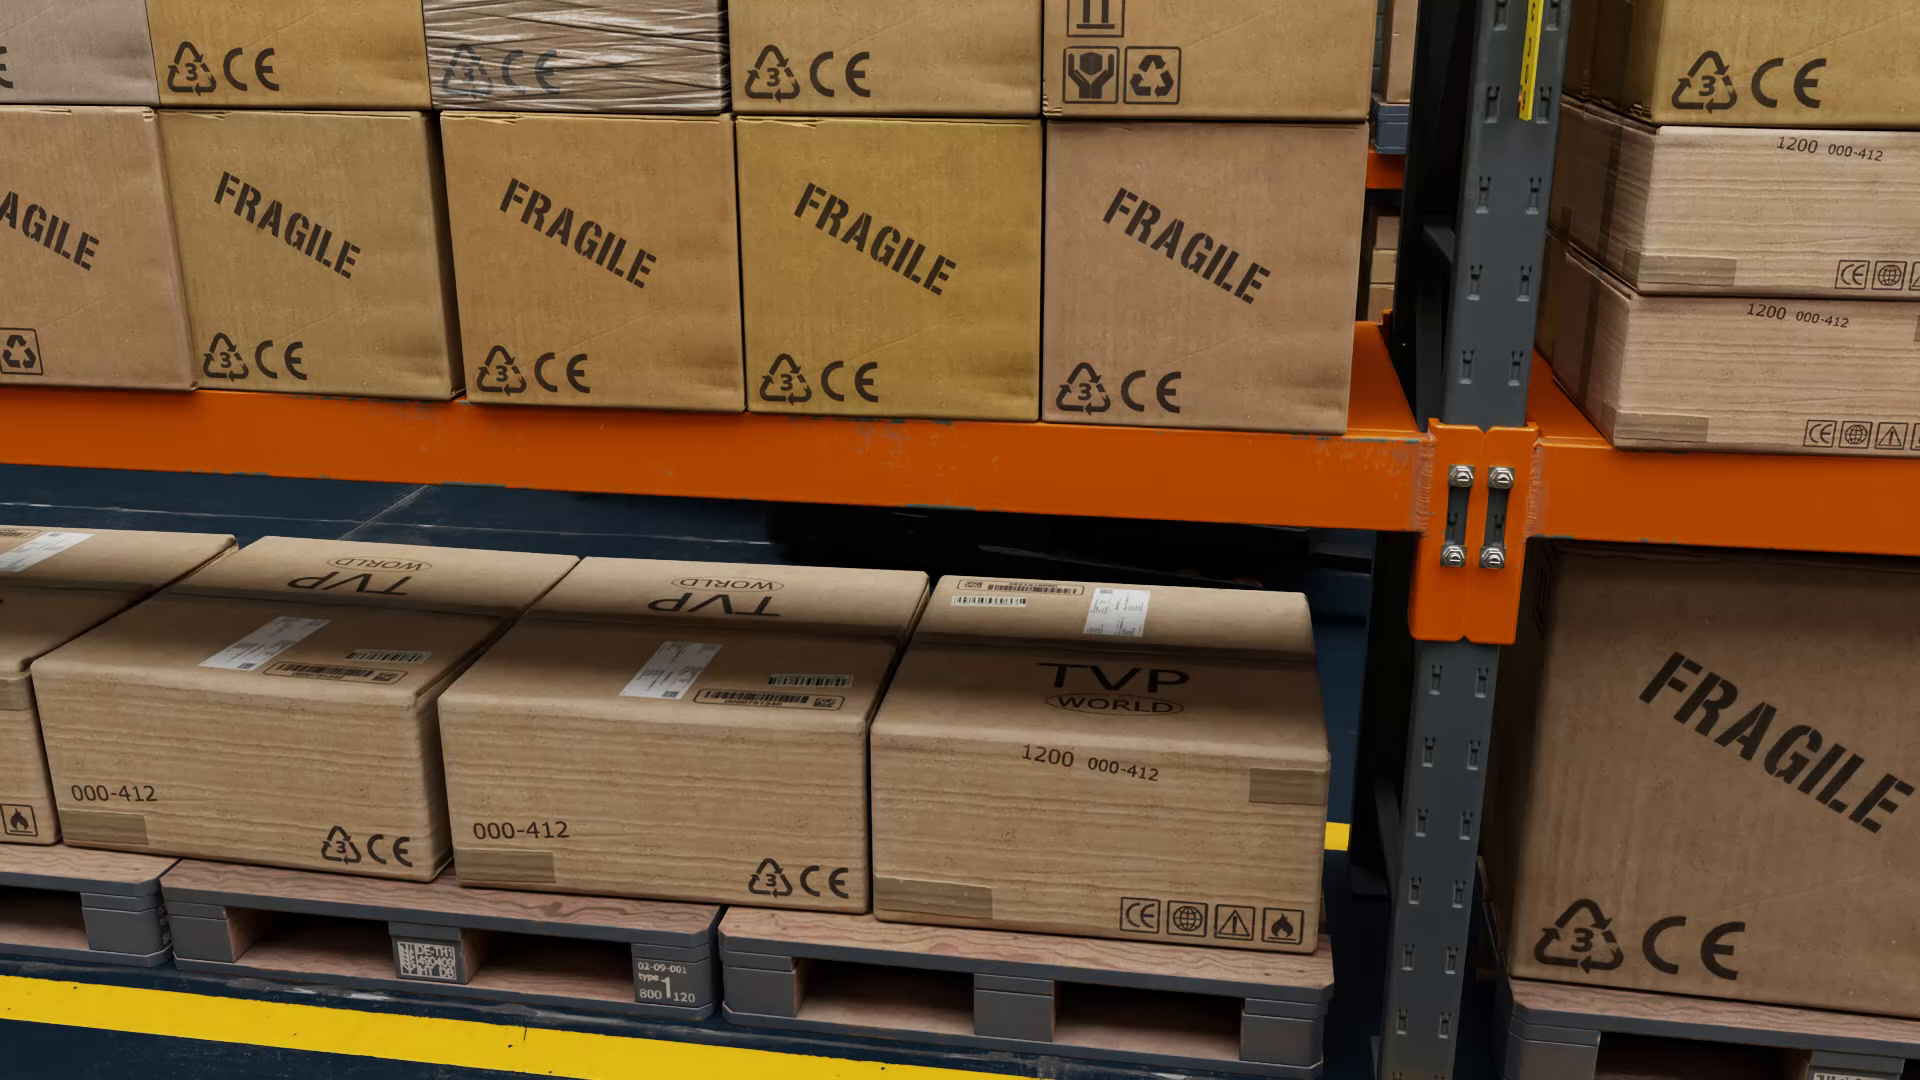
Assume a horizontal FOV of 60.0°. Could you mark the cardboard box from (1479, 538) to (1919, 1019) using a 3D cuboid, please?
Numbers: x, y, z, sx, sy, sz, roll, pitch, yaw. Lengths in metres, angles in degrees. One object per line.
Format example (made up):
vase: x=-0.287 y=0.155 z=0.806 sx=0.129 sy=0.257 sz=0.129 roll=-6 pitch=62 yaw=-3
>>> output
cardboard box: x=1.548 y=0.309 z=3.339 sx=0.875 sy=0.875 sz=0.875 roll=4 pitch=19 yaw=10

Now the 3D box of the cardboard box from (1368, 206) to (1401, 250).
cardboard box: x=2.029 y=-1.441 z=7.668 sx=0.250 sy=0.149 sz=0.380 roll=3 pitch=19 yaw=8

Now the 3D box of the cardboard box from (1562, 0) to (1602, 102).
cardboard box: x=1.404 y=-1.083 z=3.080 sx=0.500 sy=0.500 sz=0.500 roll=4 pitch=19 yaw=10

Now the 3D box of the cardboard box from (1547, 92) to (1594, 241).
cardboard box: x=1.397 y=-0.725 z=3.193 sx=0.500 sy=0.250 sz=0.500 roll=3 pitch=19 yaw=9

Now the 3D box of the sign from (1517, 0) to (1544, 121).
sign: x=0.837 y=-0.780 z=2.417 sx=0.005 sy=0.325 sz=0.100 roll=3 pitch=19 yaw=9

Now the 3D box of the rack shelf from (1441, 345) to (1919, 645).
rack shelf: x=2.898 y=-0.064 z=2.900 sx=4.000 sy=0.370 sz=1.077 roll=3 pitch=19 yaw=9

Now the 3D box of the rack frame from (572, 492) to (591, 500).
rack frame: x=-1.481 y=-0.951 z=6.783 sx=0.032 sy=1.500 sz=0.500 roll=7 pitch=20 yaw=21

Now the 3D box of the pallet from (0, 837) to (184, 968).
pallet: x=-2.224 y=0.631 z=4.084 sx=1.213 sy=0.211 sz=1.003 roll=3 pitch=19 yaw=9

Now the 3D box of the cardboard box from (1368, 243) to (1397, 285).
cardboard box: x=2.019 y=-1.281 z=7.659 sx=0.250 sy=0.149 sz=0.380 roll=4 pitch=19 yaw=11

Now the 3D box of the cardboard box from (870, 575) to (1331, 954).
cardboard box: x=0.320 y=0.445 z=3.622 sx=0.875 sy=0.438 sz=0.875 roll=3 pitch=19 yaw=8

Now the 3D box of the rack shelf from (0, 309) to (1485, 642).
rack shelf: x=-1.051 y=-0.265 z=3.502 sx=4.000 sy=0.370 sz=1.077 roll=3 pitch=19 yaw=9

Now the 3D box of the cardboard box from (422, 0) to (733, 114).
cardboard box: x=-0.590 y=-1.015 z=2.876 sx=0.500 sy=0.500 sz=0.500 roll=3 pitch=19 yaw=9

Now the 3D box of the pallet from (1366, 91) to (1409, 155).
pallet: x=2.479 y=-1.895 z=7.543 sx=1.213 sy=0.211 sz=1.003 roll=3 pitch=19 yaw=9

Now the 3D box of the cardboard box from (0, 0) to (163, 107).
cardboard box: x=-1.577 y=-1.068 z=3.034 sx=0.500 sy=0.500 sz=0.500 roll=3 pitch=19 yaw=8

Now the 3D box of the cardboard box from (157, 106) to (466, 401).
cardboard box: x=-1.097 y=-0.572 z=3.128 sx=0.500 sy=0.500 sz=0.500 roll=4 pitch=19 yaw=10

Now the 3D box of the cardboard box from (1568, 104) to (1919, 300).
cardboard box: x=1.313 y=-0.561 z=2.701 sx=0.500 sy=0.250 sz=0.500 roll=2 pitch=19 yaw=7

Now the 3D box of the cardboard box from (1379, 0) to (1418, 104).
cardboard box: x=2.149 y=-2.213 z=7.370 sx=0.500 sy=0.500 sz=0.700 roll=3 pitch=19 yaw=10

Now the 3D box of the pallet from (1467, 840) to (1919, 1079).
pallet: x=1.697 y=0.832 z=3.484 sx=1.213 sy=0.211 sz=1.003 roll=3 pitch=19 yaw=9

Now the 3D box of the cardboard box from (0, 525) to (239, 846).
cardboard box: x=-2.359 y=0.311 z=4.023 sx=0.875 sy=0.438 sz=0.875 roll=2 pitch=19 yaw=7

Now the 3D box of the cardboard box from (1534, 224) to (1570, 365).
cardboard box: x=1.406 y=-0.491 z=3.279 sx=0.500 sy=0.250 sz=0.500 roll=2 pitch=19 yaw=7

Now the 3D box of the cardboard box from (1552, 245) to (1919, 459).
cardboard box: x=1.316 y=-0.330 z=2.797 sx=0.500 sy=0.250 sz=0.500 roll=2 pitch=19 yaw=7

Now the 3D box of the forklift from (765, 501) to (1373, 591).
forklift: x=0.854 y=-1.294 z=5.551 sx=3.031 sy=2.935 sz=1.130 roll=7 pitch=20 yaw=21

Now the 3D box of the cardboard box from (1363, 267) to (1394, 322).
cardboard box: x=2.149 y=-0.980 z=7.781 sx=0.500 sy=0.500 sz=0.500 roll=4 pitch=19 yaw=11

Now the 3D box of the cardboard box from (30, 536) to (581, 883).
cardboard box: x=-1.454 y=0.354 z=3.893 sx=0.875 sy=0.438 sz=0.875 roll=3 pitch=19 yaw=10

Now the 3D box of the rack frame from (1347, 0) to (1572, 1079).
rack frame: x=0.923 y=-0.506 z=3.087 sx=0.127 sy=3.000 sz=1.000 roll=3 pitch=19 yaw=9

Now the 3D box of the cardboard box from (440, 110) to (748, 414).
cardboard box: x=-0.583 y=-0.541 z=3.035 sx=0.500 sy=0.500 sz=0.500 roll=3 pitch=19 yaw=8

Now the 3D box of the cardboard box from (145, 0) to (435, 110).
cardboard box: x=-1.084 y=-1.043 z=2.959 sx=0.500 sy=0.500 sz=0.500 roll=3 pitch=19 yaw=9

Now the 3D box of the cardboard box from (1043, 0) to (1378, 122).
cardboard box: x=0.414 y=-0.964 z=2.725 sx=0.500 sy=0.500 sz=0.500 roll=3 pitch=19 yaw=8

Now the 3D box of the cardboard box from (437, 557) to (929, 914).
cardboard box: x=-0.564 y=0.400 z=3.756 sx=0.875 sy=0.438 sz=0.875 roll=2 pitch=19 yaw=7

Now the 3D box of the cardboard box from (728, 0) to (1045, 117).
cardboard box: x=-0.086 y=-0.992 z=2.809 sx=0.500 sy=0.500 sz=0.500 roll=3 pitch=19 yaw=8

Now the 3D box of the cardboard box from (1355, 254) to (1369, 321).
cardboard box: x=2.239 y=-1.142 z=8.268 sx=0.500 sy=0.500 sz=0.500 roll=3 pitch=19 yaw=8

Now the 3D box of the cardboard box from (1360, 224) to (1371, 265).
cardboard box: x=2.116 y=-1.454 z=8.177 sx=0.250 sy=0.149 sz=0.380 roll=2 pitch=19 yaw=6

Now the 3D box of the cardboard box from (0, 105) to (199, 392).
cardboard box: x=-1.594 y=-0.592 z=3.188 sx=0.500 sy=0.500 sz=0.500 roll=3 pitch=19 yaw=8

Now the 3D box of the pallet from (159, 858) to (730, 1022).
pallet: x=-1.023 y=0.693 z=3.898 sx=1.213 sy=0.211 sz=1.003 roll=3 pitch=19 yaw=9

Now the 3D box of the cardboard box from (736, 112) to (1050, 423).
cardboard box: x=-0.084 y=-0.520 z=2.973 sx=0.500 sy=0.500 sz=0.500 roll=2 pitch=19 yaw=7

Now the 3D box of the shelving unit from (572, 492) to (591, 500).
shelving unit: x=-1.010 y=-0.891 z=6.601 sx=1.048 sy=1.500 sz=0.538 roll=7 pitch=20 yaw=21

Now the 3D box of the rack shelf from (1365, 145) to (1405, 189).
rack shelf: x=3.682 y=-1.619 z=7.548 sx=4.000 sy=0.370 sz=1.077 roll=3 pitch=19 yaw=9

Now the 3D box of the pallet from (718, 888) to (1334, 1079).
pallet: x=0.185 y=0.754 z=3.717 sx=1.213 sy=0.211 sz=1.003 roll=3 pitch=19 yaw=9

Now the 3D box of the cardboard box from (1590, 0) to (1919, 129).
cardboard box: x=1.312 y=-0.915 z=2.577 sx=0.500 sy=0.500 sz=0.500 roll=3 pitch=19 yaw=9

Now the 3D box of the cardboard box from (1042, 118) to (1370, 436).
cardboard box: x=0.425 y=-0.496 z=2.901 sx=0.500 sy=0.500 sz=0.500 roll=3 pitch=19 yaw=9
